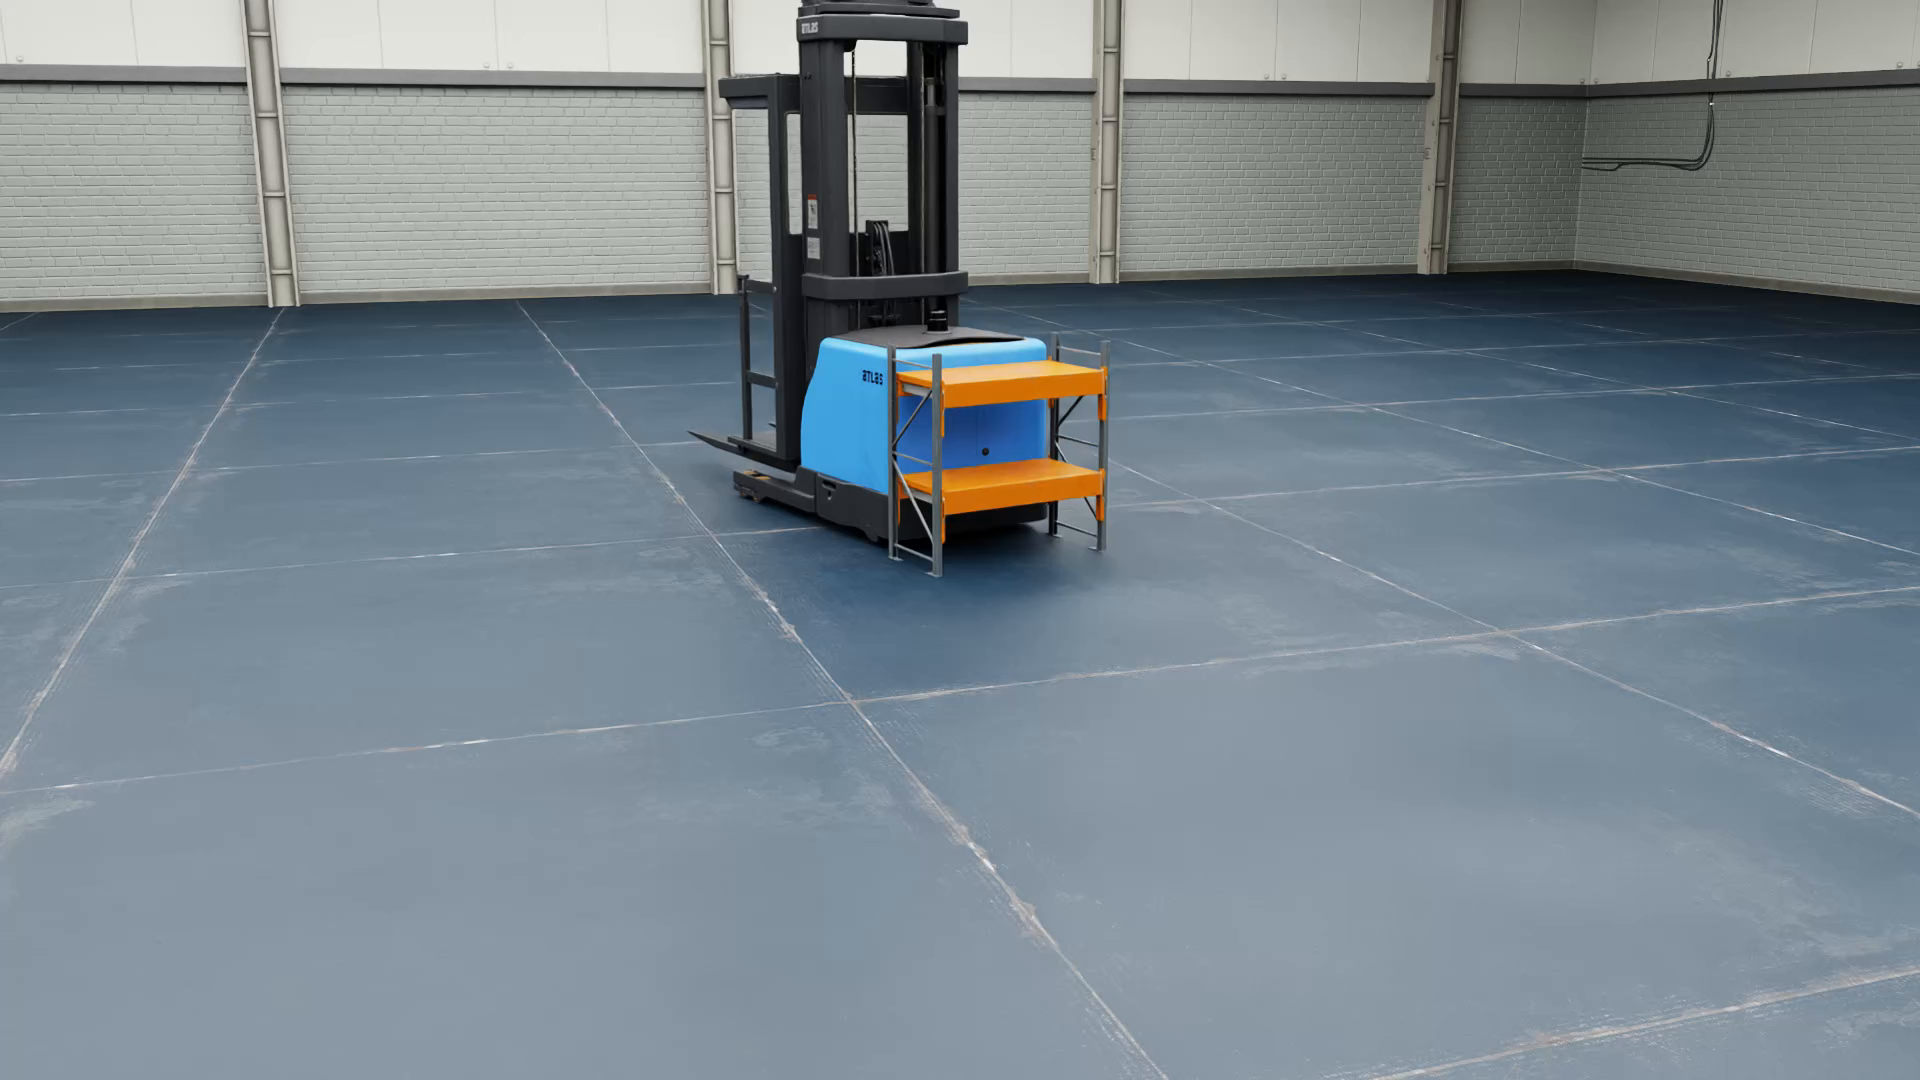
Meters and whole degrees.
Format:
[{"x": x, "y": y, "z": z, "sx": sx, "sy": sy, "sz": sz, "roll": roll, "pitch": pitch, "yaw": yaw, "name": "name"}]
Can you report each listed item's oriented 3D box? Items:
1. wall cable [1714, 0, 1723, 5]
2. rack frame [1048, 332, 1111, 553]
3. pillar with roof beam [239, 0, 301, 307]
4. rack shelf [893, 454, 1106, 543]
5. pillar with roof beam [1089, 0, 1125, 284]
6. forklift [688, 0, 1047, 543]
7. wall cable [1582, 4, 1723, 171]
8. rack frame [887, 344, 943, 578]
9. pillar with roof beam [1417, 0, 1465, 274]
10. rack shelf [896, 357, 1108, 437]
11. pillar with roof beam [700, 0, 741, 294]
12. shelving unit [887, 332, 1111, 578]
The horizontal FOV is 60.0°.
[{"x": 12.026, "y": -9.151, "z": 23.965, "sx": 0.112, "sy": 2.526, "sz": 3.097, "roll": -4, "pitch": 14, "yaw": -18, "name": "wall cable"}, {"x": 0.637, "y": -0.528, "z": 8.934, "sx": 0.032, "sy": 1.125, "sz": 0.500, "roll": -8, "pitch": 16, "yaw": -30, "name": "rack frame"}, {"x": -7.737, "y": -6.598, "z": 17.435, "sx": 0.400, "sy": 9.000, "sz": 9.100, "roll": -4, "pitch": 14, "yaw": -18, "name": "pillar with roof beam"}, {"x": 0.203, "y": -0.229, "z": 8.733, "sx": 1.000, "sy": 0.278, "sz": 0.538, "roll": -8, "pitch": 16, "yaw": -30, "name": "rack shelf"}, {"x": 3.636, "y": -7.484, "z": 21.158, "sx": 0.400, "sy": 9.000, "sz": 9.100, "roll": -4, "pitch": 14, "yaw": -18, "name": "pillar with roof beam"}, {"x": -0.738, "y": -1.703, "z": 9.968, "sx": 1.130, "sy": 2.935, "sz": 3.031, "roll": -9, "pitch": 16, "yaw": -32, "name": "forklift"}, {"x": 11.163, "y": -7.287, "z": 27.044, "sx": 0.112, "sy": 2.526, "sz": 3.097, "roll": -4, "pitch": 14, "yaw": -18, "name": "wall cable"}, {"x": -0.231, "y": -0.406, "z": 8.418, "sx": 0.032, "sy": 1.125, "sz": 0.500, "roll": -8, "pitch": 16, "yaw": -30, "name": "rack frame"}, {"x": 9.323, "y": -7.926, "z": 23.020, "sx": 0.400, "sy": 9.000, "sz": 9.100, "roll": -4, "pitch": 14, "yaw": -18, "name": "pillar with roof beam"}, {"x": 0.203, "y": -0.752, "z": 8.608, "sx": 1.000, "sy": 0.278, "sz": 0.538, "roll": -8, "pitch": 16, "yaw": -30, "name": "rack shelf"}, {"x": -2.051, "y": -7.041, "z": 19.297, "sx": 0.400, "sy": 9.000, "sz": 9.100, "roll": -4, "pitch": 14, "yaw": -18, "name": "pillar with roof beam"}, {"x": 0.203, "y": -0.467, "z": 8.676, "sx": 1.048, "sy": 1.125, "sz": 0.538, "roll": -8, "pitch": 16, "yaw": -30, "name": "shelving unit"}]
